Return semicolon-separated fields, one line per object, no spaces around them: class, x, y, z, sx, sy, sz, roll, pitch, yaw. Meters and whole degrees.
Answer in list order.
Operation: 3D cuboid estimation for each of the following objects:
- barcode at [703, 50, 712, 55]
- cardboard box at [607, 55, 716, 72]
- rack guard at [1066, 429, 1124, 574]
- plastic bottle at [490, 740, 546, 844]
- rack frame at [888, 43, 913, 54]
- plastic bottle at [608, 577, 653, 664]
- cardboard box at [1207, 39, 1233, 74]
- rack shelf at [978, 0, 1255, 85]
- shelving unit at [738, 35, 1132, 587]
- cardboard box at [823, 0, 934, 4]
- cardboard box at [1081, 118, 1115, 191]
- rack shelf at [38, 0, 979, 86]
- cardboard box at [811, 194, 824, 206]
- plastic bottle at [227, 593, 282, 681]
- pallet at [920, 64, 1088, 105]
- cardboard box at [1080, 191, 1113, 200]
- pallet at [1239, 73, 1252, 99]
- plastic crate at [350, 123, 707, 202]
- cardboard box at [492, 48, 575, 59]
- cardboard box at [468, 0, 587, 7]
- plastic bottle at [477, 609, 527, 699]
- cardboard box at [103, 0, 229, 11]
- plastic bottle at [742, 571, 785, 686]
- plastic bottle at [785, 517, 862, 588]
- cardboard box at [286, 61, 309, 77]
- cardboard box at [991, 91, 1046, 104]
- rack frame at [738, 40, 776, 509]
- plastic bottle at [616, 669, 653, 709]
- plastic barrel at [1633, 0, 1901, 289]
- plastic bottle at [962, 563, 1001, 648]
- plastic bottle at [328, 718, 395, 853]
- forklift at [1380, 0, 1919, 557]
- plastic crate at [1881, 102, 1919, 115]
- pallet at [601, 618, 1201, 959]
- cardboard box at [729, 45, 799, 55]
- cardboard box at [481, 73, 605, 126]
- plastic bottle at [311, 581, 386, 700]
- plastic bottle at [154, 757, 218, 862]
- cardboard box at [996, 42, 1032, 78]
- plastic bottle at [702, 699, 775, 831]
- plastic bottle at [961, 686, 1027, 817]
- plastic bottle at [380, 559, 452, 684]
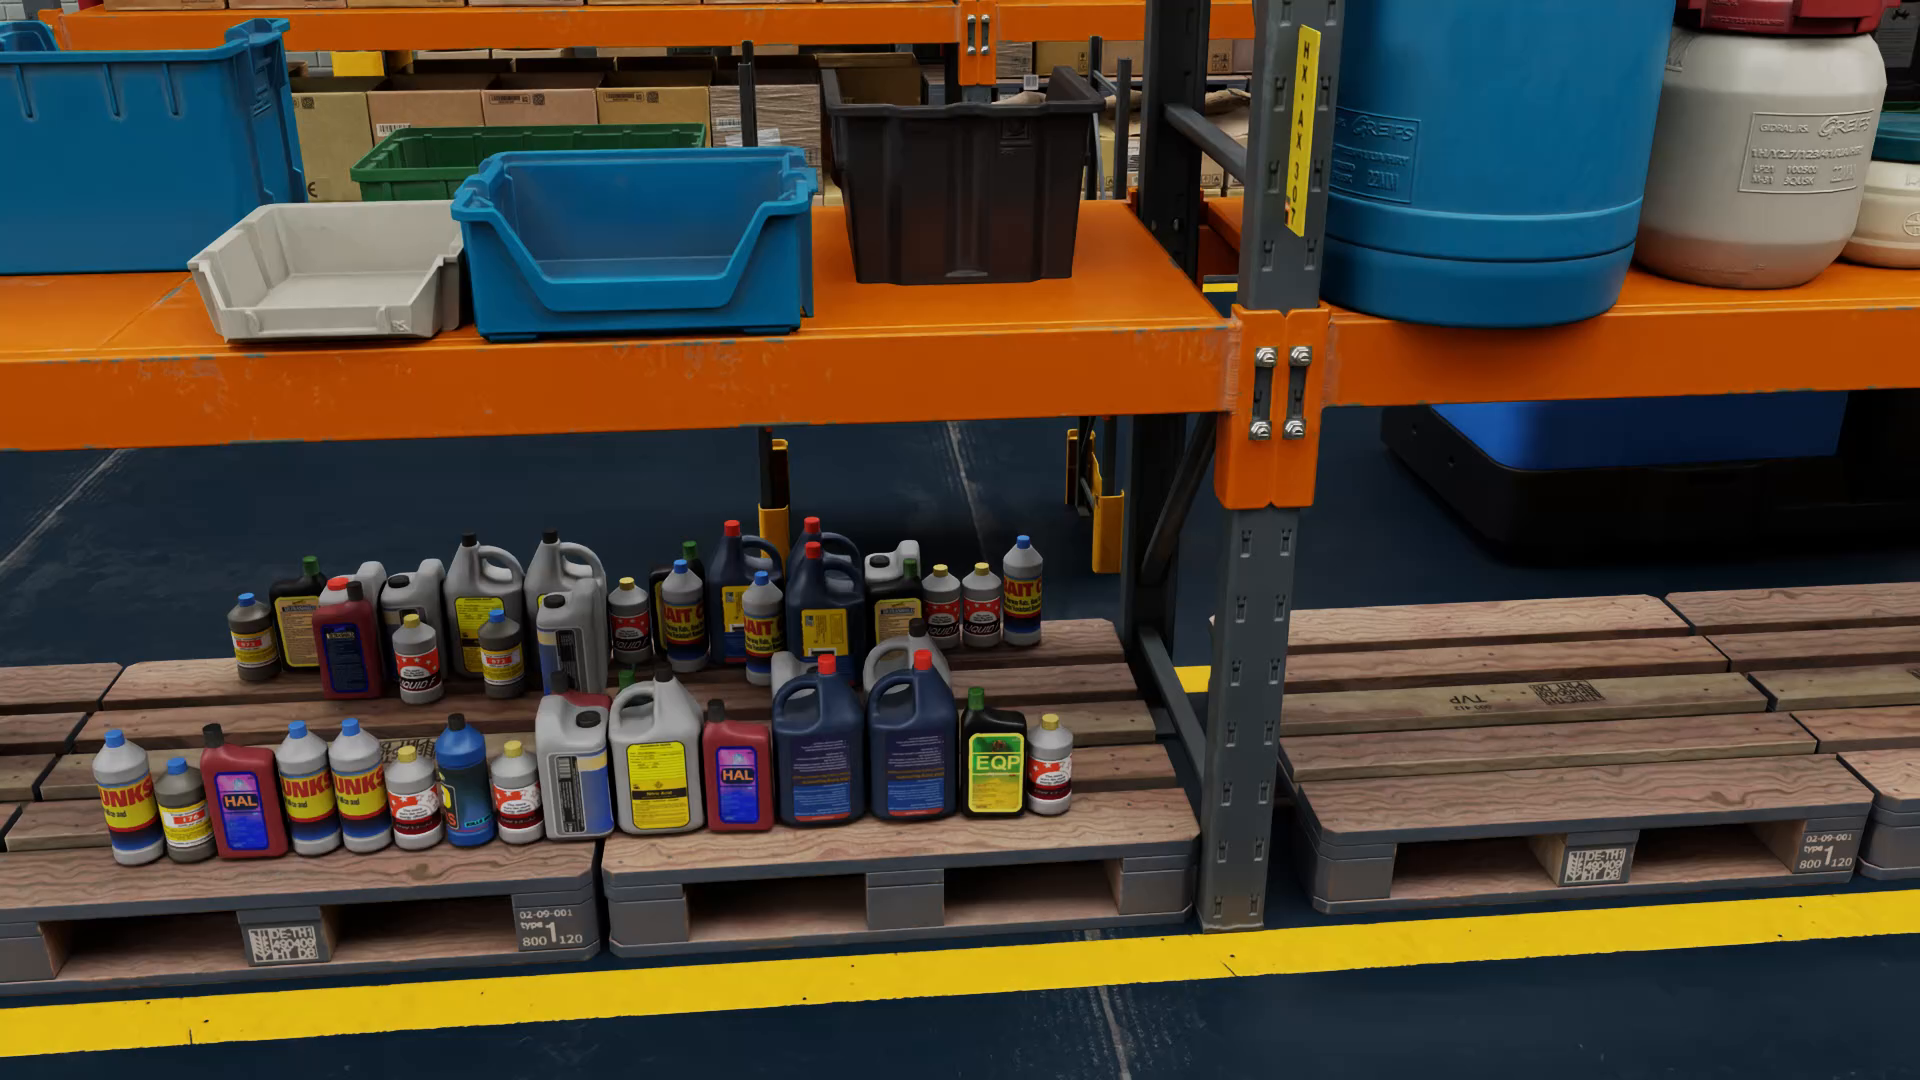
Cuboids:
barcode;-1.937;-3.722;12.763;0.075;0.075;0.001;-2;24;-5
cardboard box;-1.456;-2.111;8.252;0.500;0.500;0.500;-2;24;-5
rack guard;0.420;-0.131;5.237;0.087;0.250;0.587;-2;24;-5
plastic bottle;-0.887;0.498;3.339;0.097;0.201;0.097;0;24;0
rack frame;-0.459;-4.767;12.282;0.127;3.000;1.000;-2;24;-5
plastic bottle;-0.801;0.189;4.036;0.097;0.201;0.097;0;24;0
cardboard box;1.795;-3.931;12.937;0.500;0.500;0.700;-2;24;-5
rack shelf;2.022;-2.516;8.103;4.000;0.370;1.077;-2;24;-5
shelving unit;-0.076;-0.682;4.939;1.083;1.500;0.587;-2;24;-5
cardboard box;-0.409;-2.790;7.712;0.500;0.500;0.700;-3;24;-7
cardboard box;0.468;-1.872;7.948;0.500;0.311;0.500;-2;24;-5
rack shelf;-1.959;-2.356;7.744;4.000;0.370;1.077;-2;24;-5
cardboard box;-0.907;-1.578;7.975;0.500;0.250;0.500;-2;24;-5
plastic bottle;-1.681;0.224;3.956;0.097;0.201;0.097;0;24;0
pallet;0.316;-3.525;12.920;1.213;0.211;1.003;-2;24;-5
cardboard box;0.458;-1.616;8.062;0.500;0.250;0.500;-3;24;-6
pallet;2.744;-3.622;13.139;1.213;0.211;1.003;-2;24;-5
plastic crate;-0.864;-0.726;3.451;0.662;0.188;0.450;-2;24;-5
cardboard box;-3.175;-3.594;12.411;0.500;0.311;0.500;0;24;-1
cardboard box;-1.943;-2.727;7.570;0.500;0.500;0.700;-2;24;-4
plastic bottle;-1.070;0.258;3.879;0.097;0.201;0.097;0;24;0
cardboard box;-3.483;-2.664;7.428;0.500;0.500;0.700;-2;24;-5
plastic bottle;-0.462;0.202;3.920;0.097;0.271;0.097;0;24;0
plastic bottle;-0.329;0.111;4.026;0.185;0.351;0.144;-2;24;-4
cardboard box;-3.444;-2.025;8.058;0.500;0.500;0.500;-2;24;-5
cardboard box;0.407;-2.089;8.434;0.500;0.311;0.500;-2;24;-5
rack frame;-0.591;-0.662;4.892;0.032;1.500;0.500;-2;24;-5
plastic bottle;-0.646;0.400;3.460;0.133;0.283;0.061;-2;24;-5
plastic barrel;1.489;-0.774;3.132;0.433;0.535;0.433;0;24;0
plastic bottle;0.054;0.155;4.113;0.097;0.201;0.097;0;24;0
plastic bottle;-1.190;0.479;3.298;0.097;0.271;0.097;0;24;0
forklift;3.046;-1.544;5.116;3.031;2.935;1.130;-3;24;-7
plastic crate;2.220;-0.850;3.729;0.662;0.188;0.450;-2;24;-5
pallet;-0.158;0.521;3.817;1.213;0.211;1.003;-2;24;-5
cardboard box;-1.488;-3.768;12.571;0.500;0.500;0.500;-4;24;-9
cardboard box;-1.900;-1.874;7.717;0.500;0.500;0.500;-2;24;-5
plastic bottle;-1.417;0.231;3.841;0.133;0.283;0.061;-2;24;-5
plastic bottle;-1.528;0.524;3.281;0.097;0.201;0.097;0;24;0
cardboard box;0.272;-3.862;12.782;0.500;0.500;0.700;-1;24;-3
plastic bottle;-0.447;0.451;3.346;0.133;0.283;0.061;-1;24;-2
plastic bottle;0.069;0.430;3.392;0.133;0.283;0.061;-1;24;-3
plastic bottle;-1.290;0.186;3.951;0.135;0.276;0.152;-3;24;-7
